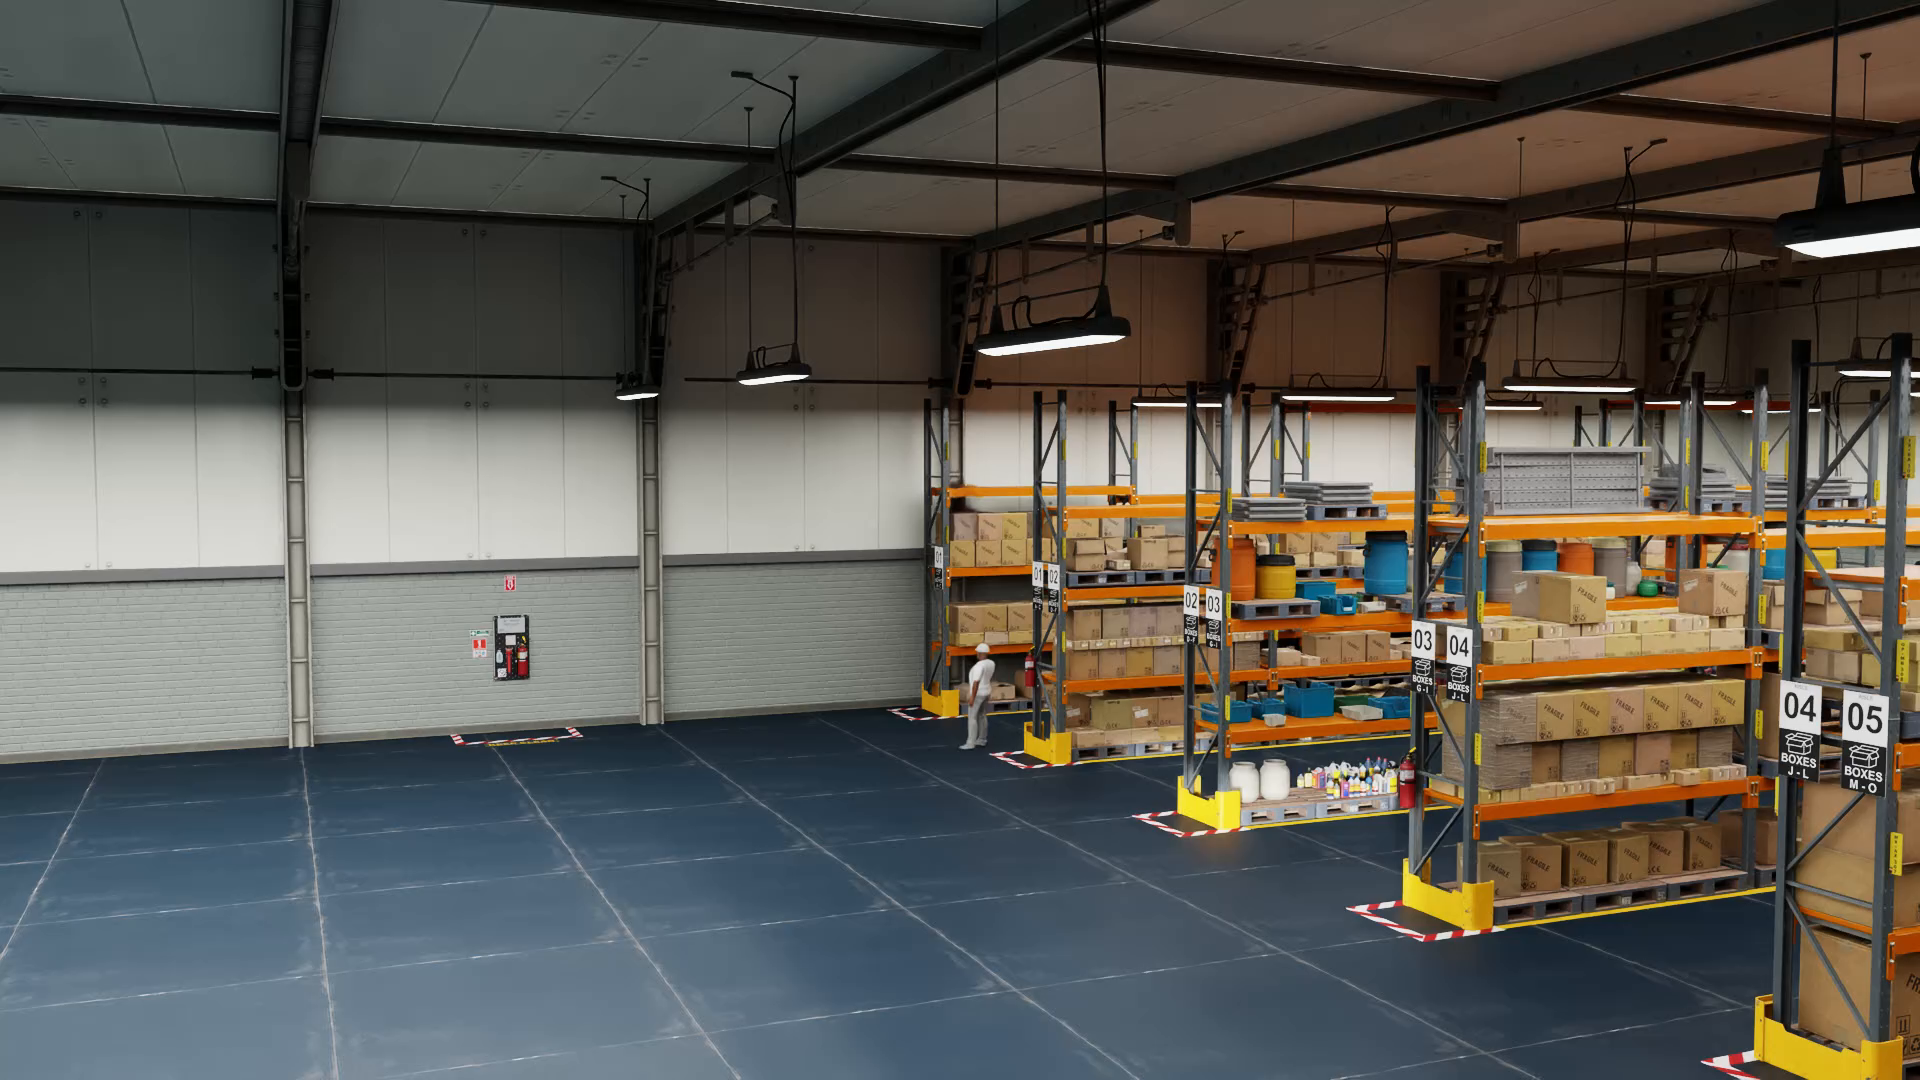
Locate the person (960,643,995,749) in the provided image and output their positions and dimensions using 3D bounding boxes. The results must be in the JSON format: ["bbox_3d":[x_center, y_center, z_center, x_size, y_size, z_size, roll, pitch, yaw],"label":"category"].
[{"bbox_3d":[0.307,2.633,28.198,0.499,1.780,0.615,1,4,24],"label":"person"}]

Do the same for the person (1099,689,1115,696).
[{"bbox_3d":[2.622,2.533,30.022,0.963,1.726,0.678,-2,4,-29],"label":"person"}]
